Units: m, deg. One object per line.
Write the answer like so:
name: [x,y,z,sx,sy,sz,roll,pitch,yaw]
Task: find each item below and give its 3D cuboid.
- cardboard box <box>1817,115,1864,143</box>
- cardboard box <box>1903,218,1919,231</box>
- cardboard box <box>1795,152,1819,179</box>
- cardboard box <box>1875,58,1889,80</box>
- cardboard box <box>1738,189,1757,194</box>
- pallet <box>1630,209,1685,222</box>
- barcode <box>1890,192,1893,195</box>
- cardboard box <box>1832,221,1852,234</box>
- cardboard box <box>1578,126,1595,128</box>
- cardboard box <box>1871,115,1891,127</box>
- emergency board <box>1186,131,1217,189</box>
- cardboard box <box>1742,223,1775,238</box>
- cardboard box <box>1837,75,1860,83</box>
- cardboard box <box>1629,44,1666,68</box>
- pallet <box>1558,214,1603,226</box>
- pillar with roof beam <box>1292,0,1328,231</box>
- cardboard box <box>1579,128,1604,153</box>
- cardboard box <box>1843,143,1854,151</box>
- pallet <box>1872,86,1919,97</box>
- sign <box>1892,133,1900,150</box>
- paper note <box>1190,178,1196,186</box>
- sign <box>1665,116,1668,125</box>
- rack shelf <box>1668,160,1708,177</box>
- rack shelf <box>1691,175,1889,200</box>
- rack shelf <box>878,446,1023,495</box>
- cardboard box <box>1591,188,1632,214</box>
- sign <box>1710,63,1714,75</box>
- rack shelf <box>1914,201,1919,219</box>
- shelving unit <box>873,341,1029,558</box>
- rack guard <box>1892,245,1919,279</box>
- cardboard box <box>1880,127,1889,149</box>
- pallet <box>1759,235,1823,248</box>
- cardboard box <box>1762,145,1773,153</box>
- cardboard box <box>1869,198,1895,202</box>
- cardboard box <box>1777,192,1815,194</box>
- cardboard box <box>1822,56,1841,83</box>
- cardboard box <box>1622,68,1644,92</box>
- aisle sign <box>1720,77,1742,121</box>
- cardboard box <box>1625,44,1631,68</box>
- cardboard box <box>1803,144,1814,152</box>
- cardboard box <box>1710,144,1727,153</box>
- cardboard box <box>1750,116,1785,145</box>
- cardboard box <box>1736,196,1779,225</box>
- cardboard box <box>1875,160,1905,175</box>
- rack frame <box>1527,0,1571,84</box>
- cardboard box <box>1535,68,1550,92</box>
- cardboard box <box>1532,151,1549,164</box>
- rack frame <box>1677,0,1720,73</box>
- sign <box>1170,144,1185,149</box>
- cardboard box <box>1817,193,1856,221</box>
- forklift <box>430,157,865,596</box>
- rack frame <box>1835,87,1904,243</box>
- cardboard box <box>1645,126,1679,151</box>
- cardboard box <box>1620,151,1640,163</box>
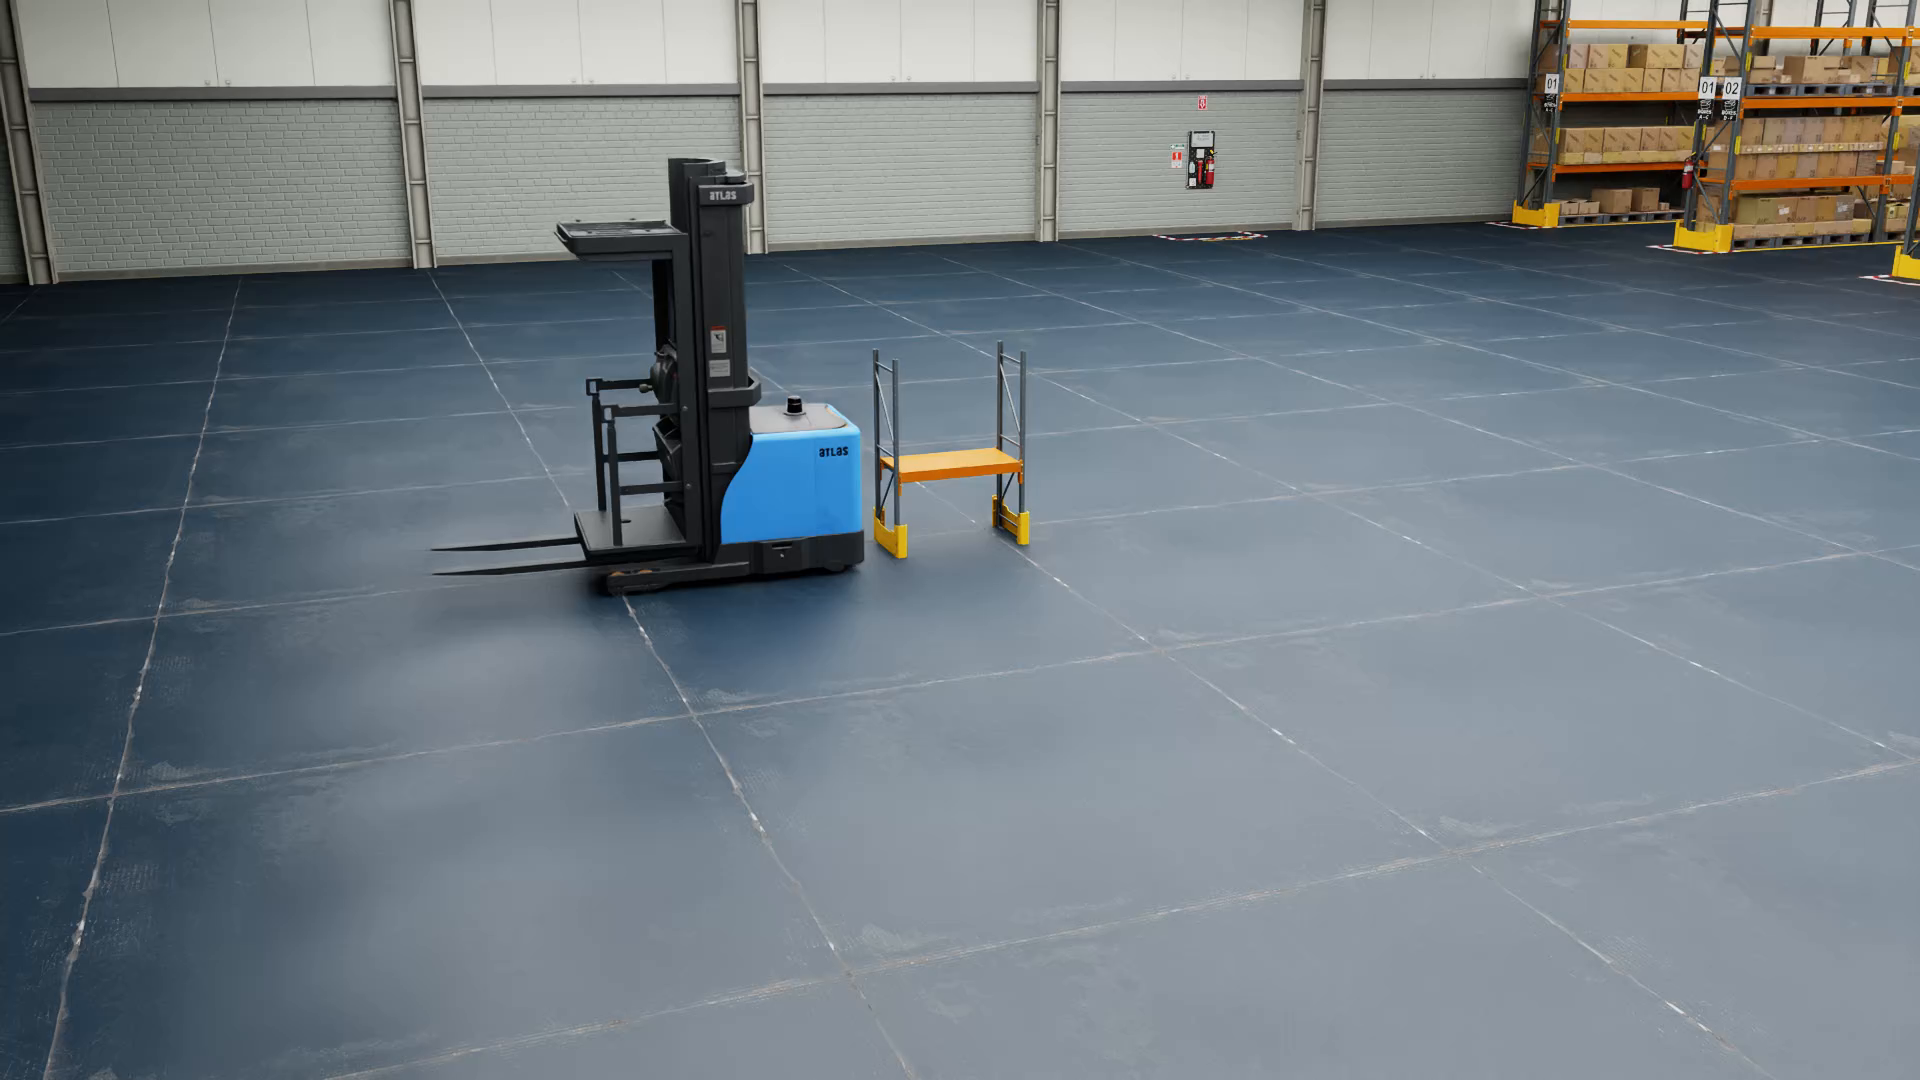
cardboard box: [17.227,-8.065,32.629,0.500,0.500,0.700,-6,17,-20]
cardboard box: [19.054,-6.401,33.577,0.500,0.250,0.500,-6,17,-19]
cardboard box: [16.261,-7.337,32.454,0.500,0.500,0.700,-6,17,-18]
cardboard box: [21.500,-11.080,39.095,0.500,0.500,0.700,-5,17,-17]
cardboard box: [17.972,-7.991,38.515,0.500,0.500,0.700,-6,17,-19]
pallet: [15.720,-7.380,37.726,1.213,0.211,1.003,-6,17,-20]
barcode: [18.498,-6.881,33.028,0.075,0.075,0.001,-6,17,-20]
cardboard box: [17.286,-6.222,32.969,0.500,0.250,0.500,-6,17,-20]
cardboard box: [13.919,-8.894,36.832,0.500,0.500,0.500,-7,18,-22]
cardboard box: [21.553,-9.842,39.090,0.500,0.250,0.500,-6,17,-20]
emergency board: [5.020,-7.846,34.363,0.643,1.169,0.194,-6,17,-20]
cardboard box: [15.422,-6.018,32.273,0.500,0.250,0.500,-6,17,-20]
cardboard box: [17.082,-8.886,32.033,0.250,0.149,0.380,-6,17,-20]
cardboard box: [14.972,-10.536,36.214,0.500,0.500,0.500,-7,18,-22]
pallet: [13.442,-7.134,36.888,1.213,0.211,1.003,-6,17,-20]
pillar with roof beam: [8.882,-9.831,30.475,0.400,9.000,9.100,-6,17,-20]
cardboard box: [13.618,-8.705,36.190,0.500,0.500,0.500,-6,17,-20]
cardboard box: [17.214,-7.689,32.501,0.250,0.149,0.380,-6,17,-20]
pallet: [18.930,-8.932,33.077,1.217,0.209,0.805,-7,18,-22]
sign: [18.311,-7.800,32.529,0.005,0.325,0.100,-6,17,-20]
paper note: [4.830,-7.423,34.488,0.142,0.148,0.016,-6,17,-20]
sign: [16.133,-9.496,37.928,0.005,0.325,0.100,-6,17,-20]
rack shelf: [18.202,-8.651,38.383,4.000,0.370,1.077,-6,17,-20]
rack shelf: [16.243,-6.945,32.573,4.000,0.370,1.077,-6,17,-20]
rack shelf: [-0.080,-0.538,12.779,1.000,0.185,0.538,-6,17,-20]
cardboard box: [14.513,-7.568,37.072,0.500,0.500,0.700,-7,18,-24]
sign: [16.536,-10.340,36.616,0.005,0.325,0.100,-6,17,-20]
rack shelf: [18.012,-5.642,28.134,4.000,0.370,1.077,-6,17,-20]
shelving unit: [-0.071,-0.712,12.732,1.083,1.500,0.587,-6,17,-20]
rack guard: [16.199,-4.606,27.766,0.348,0.500,1.175,-6,17,-20]
cardboard box: [21.571,-9.480,39.188,0.500,0.500,0.500,-6,17,-20]
pallet: [16.212,-5.961,32.893,1.213,0.211,1.003,-6,17,-20]
cardboard box: [15.298,-7.483,31.799,0.250,0.149,0.380,-6,17,-20]
cardboard box: [18.870,-6.814,33.988,0.500,0.311,0.500,-6,17,-19]
cardboard box: [16.632,-6.669,33.159,0.500,0.500,0.500,-6,17,-20]
cardboard box: [16.528,-9.117,32.190,0.637,0.503,0.797,-4,17,-14]
cardboard box: [14.492,-10.014,36.211,0.500,0.500,0.500,-5,17,-17]
aisle sign: [14.424,-8.249,31.122,0.004,0.787,0.394,-6,17,-20]
cardboard box: [14.355,-10.631,36.536,0.500,0.500,0.500,-6,17,-20]
cardboard box: [16.255,-7.586,32.148,0.250,0.149,0.380,-6,17,-20]
cardboard box: [14.664,-7.537,31.982,0.250,0.149,0.380,-6,18,-21]
cardboard box: [15.355,-7.863,31.941,0.500,0.500,0.700,-7,18,-22]
cardboard box: [15.422,-6.377,32.166,0.500,0.500,0.500,-6,17,-20]
cardboard box: [18.555,-7.481,33.388,0.500,0.250,0.500,-5,17,-17]
rack frame: [12.600,-11.270,35.377,0.127,3.000,1.000,-6,17,-20]
cardboard box: [12.899,-9.997,36.153,0.500,0.500,0.500,-5,17,-16]
cardboard box: [12.967,-8.427,36.575,0.500,0.250,0.500,-6,17,-19]
rack frame: [16.335,-11.673,36.750,0.127,3.000,1.000,-6,17,-20]
sign: [4.474,-8.087,34.180,0.331,0.109,0.001,-6,17,-20]
cardboard box: [17.285,-6.582,32.865,0.500,0.500,0.500,-6,17,-20]
forklift: [-2.276,-1.180,11.785,3.031,2.935,1.130,-5,17,-17]
rack frame: [18.111,-7.492,33.158,0.127,3.000,1.000,-6,17,-20]
cardboard box: [15.540,-8.912,36.892,0.500,0.500,0.500,-6,17,-20]
cardboard box: [14.599,-8.451,36.656,0.500,0.250,0.500,-6,17,-20]
